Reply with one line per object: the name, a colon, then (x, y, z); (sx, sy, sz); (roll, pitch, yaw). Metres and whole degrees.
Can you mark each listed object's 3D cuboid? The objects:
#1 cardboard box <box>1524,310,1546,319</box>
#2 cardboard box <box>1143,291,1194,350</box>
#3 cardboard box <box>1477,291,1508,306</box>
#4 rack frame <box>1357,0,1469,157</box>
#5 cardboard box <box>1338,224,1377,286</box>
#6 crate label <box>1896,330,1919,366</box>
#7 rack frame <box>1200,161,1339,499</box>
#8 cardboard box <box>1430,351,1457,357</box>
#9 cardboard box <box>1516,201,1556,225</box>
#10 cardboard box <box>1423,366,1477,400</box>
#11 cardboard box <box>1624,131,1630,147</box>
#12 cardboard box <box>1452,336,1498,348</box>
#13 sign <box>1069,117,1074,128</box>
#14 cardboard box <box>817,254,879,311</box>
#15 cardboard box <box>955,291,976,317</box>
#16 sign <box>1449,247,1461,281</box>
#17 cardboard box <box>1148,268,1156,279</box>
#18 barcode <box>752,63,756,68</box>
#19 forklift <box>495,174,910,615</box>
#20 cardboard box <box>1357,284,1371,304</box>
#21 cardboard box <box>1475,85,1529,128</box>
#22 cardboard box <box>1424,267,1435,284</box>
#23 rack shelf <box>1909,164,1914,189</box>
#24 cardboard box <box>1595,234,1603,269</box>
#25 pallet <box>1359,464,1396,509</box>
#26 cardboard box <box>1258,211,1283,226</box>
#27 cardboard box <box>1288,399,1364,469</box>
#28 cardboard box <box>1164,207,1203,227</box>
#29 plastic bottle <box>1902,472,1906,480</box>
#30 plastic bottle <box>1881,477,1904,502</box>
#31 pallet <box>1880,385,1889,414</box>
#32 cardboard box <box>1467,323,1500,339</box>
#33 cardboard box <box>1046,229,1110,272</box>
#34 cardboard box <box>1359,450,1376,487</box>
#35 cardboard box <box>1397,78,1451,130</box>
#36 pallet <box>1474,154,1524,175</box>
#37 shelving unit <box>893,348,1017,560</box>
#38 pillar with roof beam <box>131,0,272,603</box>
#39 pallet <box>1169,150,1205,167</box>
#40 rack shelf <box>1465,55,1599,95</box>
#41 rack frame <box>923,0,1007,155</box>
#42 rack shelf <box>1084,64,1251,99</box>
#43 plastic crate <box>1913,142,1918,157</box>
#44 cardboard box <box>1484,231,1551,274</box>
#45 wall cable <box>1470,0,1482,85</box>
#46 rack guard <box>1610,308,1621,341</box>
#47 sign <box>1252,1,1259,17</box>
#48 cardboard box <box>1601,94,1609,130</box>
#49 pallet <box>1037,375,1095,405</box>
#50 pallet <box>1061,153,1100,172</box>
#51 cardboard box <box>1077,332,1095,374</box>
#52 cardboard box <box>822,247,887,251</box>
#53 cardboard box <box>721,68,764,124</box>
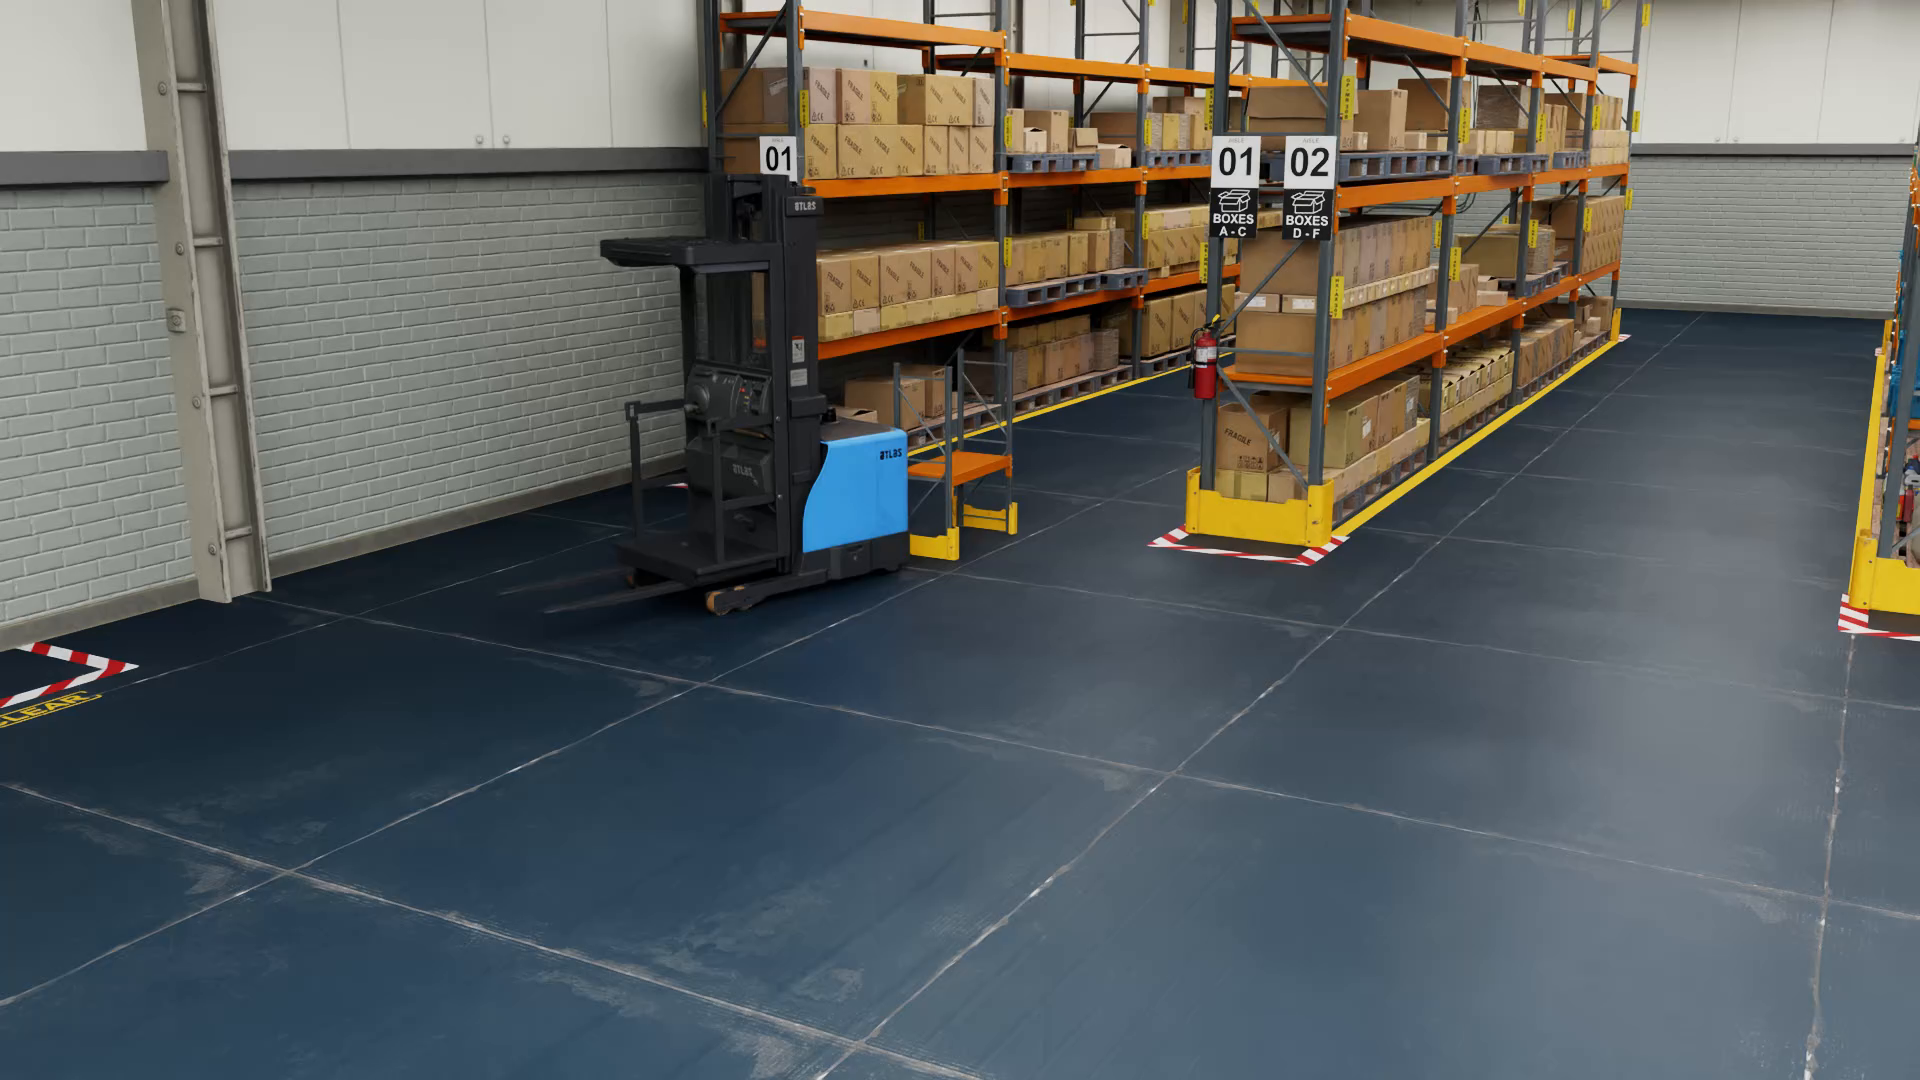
cardboard box: (8.286, -3.109, 24.426); (0.500, 0.500, 0.500); (7, 15, 28)
cardboard box: (2.886, -3.176, 23.997); (0.750, 0.750, 0.750); (7, 15, 28)
cardboard box: (6.132, -2.803, 19.297); (0.380, 0.149, 0.250); (7, 15, 28)
rack frame: (4.391, -5.237, 16.055); (1.000, 3.000, 0.127); (7, 15, 28)
cardboard box: (3.213, -2.496, 14.507); (0.700, 0.500, 0.500); (7, 15, 28)
crate label: (7.445, -1.363, 12.713); (0.502, 0.435, 0.616); (7, 15, 28)
rack frame: (2.458, -1.500, 13.355); (1.000, 3.000, 0.127); (7, 15, 28)
cardboard box: (5.568, -2.098, 19.611); (0.500, 0.311, 0.500); (7, 15, 27)
cardboard box: (8.277, -4.630, 23.990); (0.500, 0.500, 0.500); (7, 15, 28)
cardboard box: (5.305, -1.726, 18.065); (0.500, 0.311, 0.500); (7, 15, 26)
cardboard box: (10.167, -6.276, 26.021); (0.500, 0.250, 0.500); (7, 15, 28)
cardboard box: (6.572, -2.358, 21.310); (0.500, 0.500, 0.500); (8, 16, 30)
sign: (1.505, -5.514, 22.334); (0.100, 0.325, 0.005); (7, 15, 28)
cardboard box: (-1.139, -2.526, 16.288); (0.500, 0.500, 0.500); (7, 15, 28)
cardboard box: (-0.159, -2.585, 18.133); (0.500, 0.250, 0.500); (7, 15, 28)
sign: (4.878, -2.717, 16.388); (0.100, 0.325, 0.005); (7, 15, 28)
cardboard box: (2.478, -3.681, 22.896); (0.380, 0.149, 0.250); (8, 16, 29)
barcode: (-1.975, -4.547, 15.968); (0.001, 0.075, 0.075); (7, 15, 28)
forklift: (-1.790, -1.045, 11.616); (3.031, 2.935, 1.130); (-13, 18, -42)
cardboard box: (3.334, -2.132, 14.379); (0.380, 0.149, 0.250); (7, 15, 26)
cardboard box: (6.541, -5.223, 20.050); (0.500, 0.500, 0.500); (7, 15, 28)
cardboard box: (4.447, -2.604, 16.339); (0.380, 0.149, 0.250); (7, 15, 28)
rack shelf: (13.560, -4.919, 22.670); (1.077, 0.370, 4.000); (7, 15, 28)
cardboard box: (9.232, -4.292, 24.722); (0.500, 0.500, 0.500); (7, 15, 28)
pallet: (3.382, -0.555, 15.386); (1.003, 0.211, 1.213); (7, 15, 28)
cardboard box: (4.898, -5.077, 27.553); (0.980, 0.700, 0.700); (7, 15, 25)
cardboard box: (3.152, -0.919, 14.318); (0.500, 0.500, 0.500); (7, 15, 28)
cardboard box: (3.171, -4.652, 23.938); (0.500, 0.250, 0.500); (7, 15, 27)
plastic bottle: (7.843, -0.454, 13.900); (0.097, 0.271, 0.097); (0, 14, 0)
plastic bottle: (7.675, -0.440, 13.672); (0.144, 0.351, 0.185); (7, 15, 28)
pallet: (11.595, -1.639, 19.883); (1.003, 0.211, 1.213); (7, 15, 28)
cardboard box: (6.595, -2.735, 21.272); (0.500, 0.250, 0.500); (8, 16, 30)
cardboard box: (1.522, -3.749, 21.531); (0.700, 0.500, 0.500); (6, 15, 23)
cardboard box: (3.392, -0.658, 14.832); (0.500, 0.250, 0.500); (7, 15, 28)
cardboard box: (4.724, -4.397, 16.794); (0.500, 0.500, 0.500); (8, 15, 29)
pallet: (5.537, -4.128, 18.261); (1.003, 0.211, 1.213); (8, 16, 31)
shelving unit: (-0.037, -0.713, 13.293); (0.587, 1.500, 1.083); (7, 15, 28)
pillar with roof beam: (-1.431, -3.500, 8.849); (9.100, 9.000, 0.400); (7, 15, 28)
pallet: (2.790, -5.436, 23.684); (1.003, 0.211, 1.213); (8, 16, 31)
rack shelf: (7.292, -5.924, 21.293); (1.077, 0.370, 4.000); (7, 15, 28)
rack frame: (0.053, -5.797, 18.380); (1.000, 3.000, 0.127); (7, 15, 28)
rack shelf: (2.954, -6.484, 23.618); (1.077, 0.370, 4.000); (7, 15, 28)
plastic crate: (13.548, -5.366, 23.124); (0.504, 0.338, 0.767); (7, 15, 28)
cardboard box: (7.140, -3.702, 21.379); (0.700, 0.500, 0.500); (11, 17, 38)
wall cable: (11.269, -10.018, 31.738); (3.097, 2.526, 0.112); (7, 15, 28)
rack guard: (10.156, -3.552, 27.199); (1.175, 0.500, 0.348); (7, 15, 28)
sign: (4.401, -7.872, 24.825); (0.100, 0.325, 0.005); (7, 15, 28)
cardboard box: (9.063, -6.249, 24.305); (0.700, 0.500, 0.500); (7, 15, 28)
pallet: (1.017, -1.937, 21.116); (1.003, 0.211, 1.213); (7, 15, 28)
pallet: (0.944, -4.576, 20.113); (1.213, 0.211, 1.003); (7, 15, 28)
cardboard box: (1.334, -2.454, 21.708); (0.700, 0.500, 0.500); (7, 15, 28)
cardboard box: (-1.097, -2.794, 17.402); (0.500, 0.500, 0.500); (8, 16, 29)
cardboard box: (-1.901, -4.181, 15.686); (0.500, 0.500, 0.500); (8, 16, 31)
